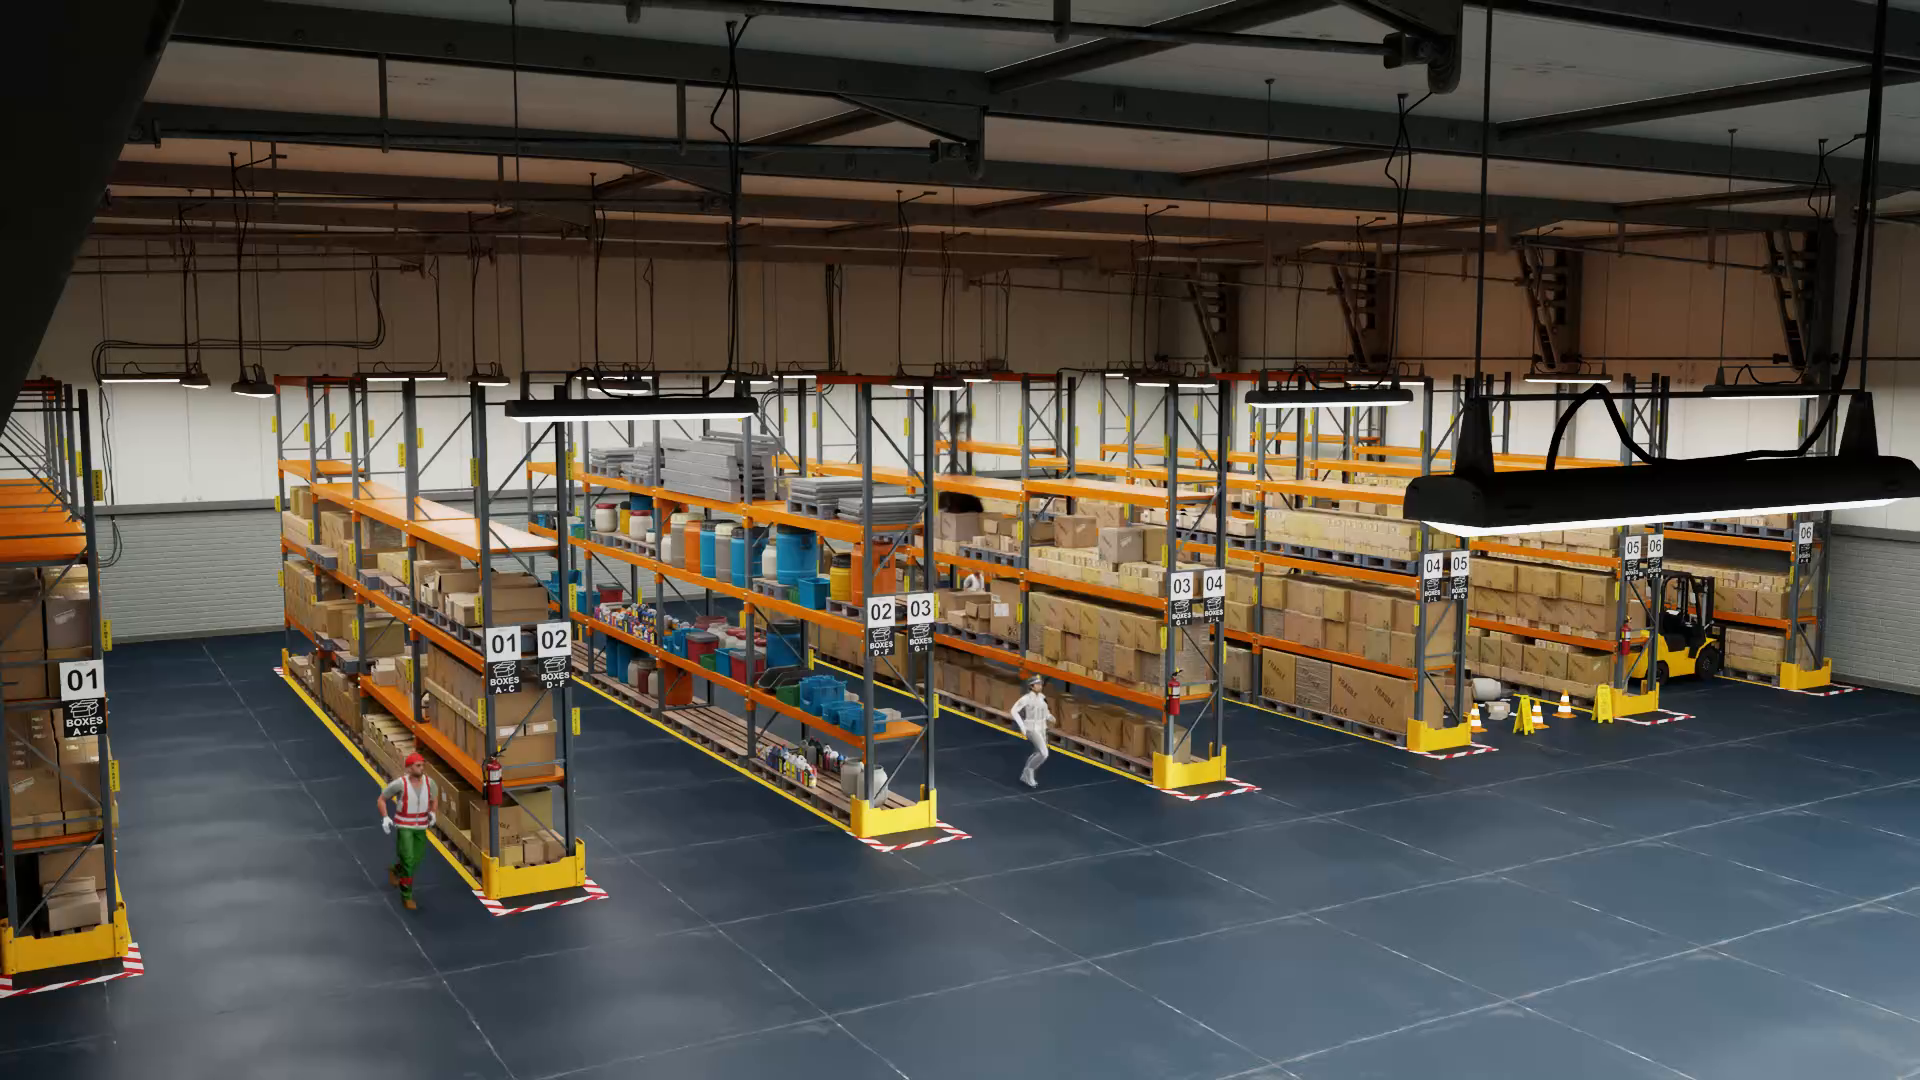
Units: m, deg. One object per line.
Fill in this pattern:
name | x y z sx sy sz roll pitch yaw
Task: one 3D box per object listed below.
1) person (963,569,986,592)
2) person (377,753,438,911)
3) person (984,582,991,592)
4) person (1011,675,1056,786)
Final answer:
person | 0.334 1.401 36.967 0.680 1.839 0.842 -4 8 -34
person | -6.427 3.357 19.428 0.716 1.766 0.817 -6 8 -42
person | 0.771 0.811 42.905 0.791 1.705 0.633 -4 7 -32
person | 1.137 2.807 24.516 0.624 1.660 0.594 5 8 38
